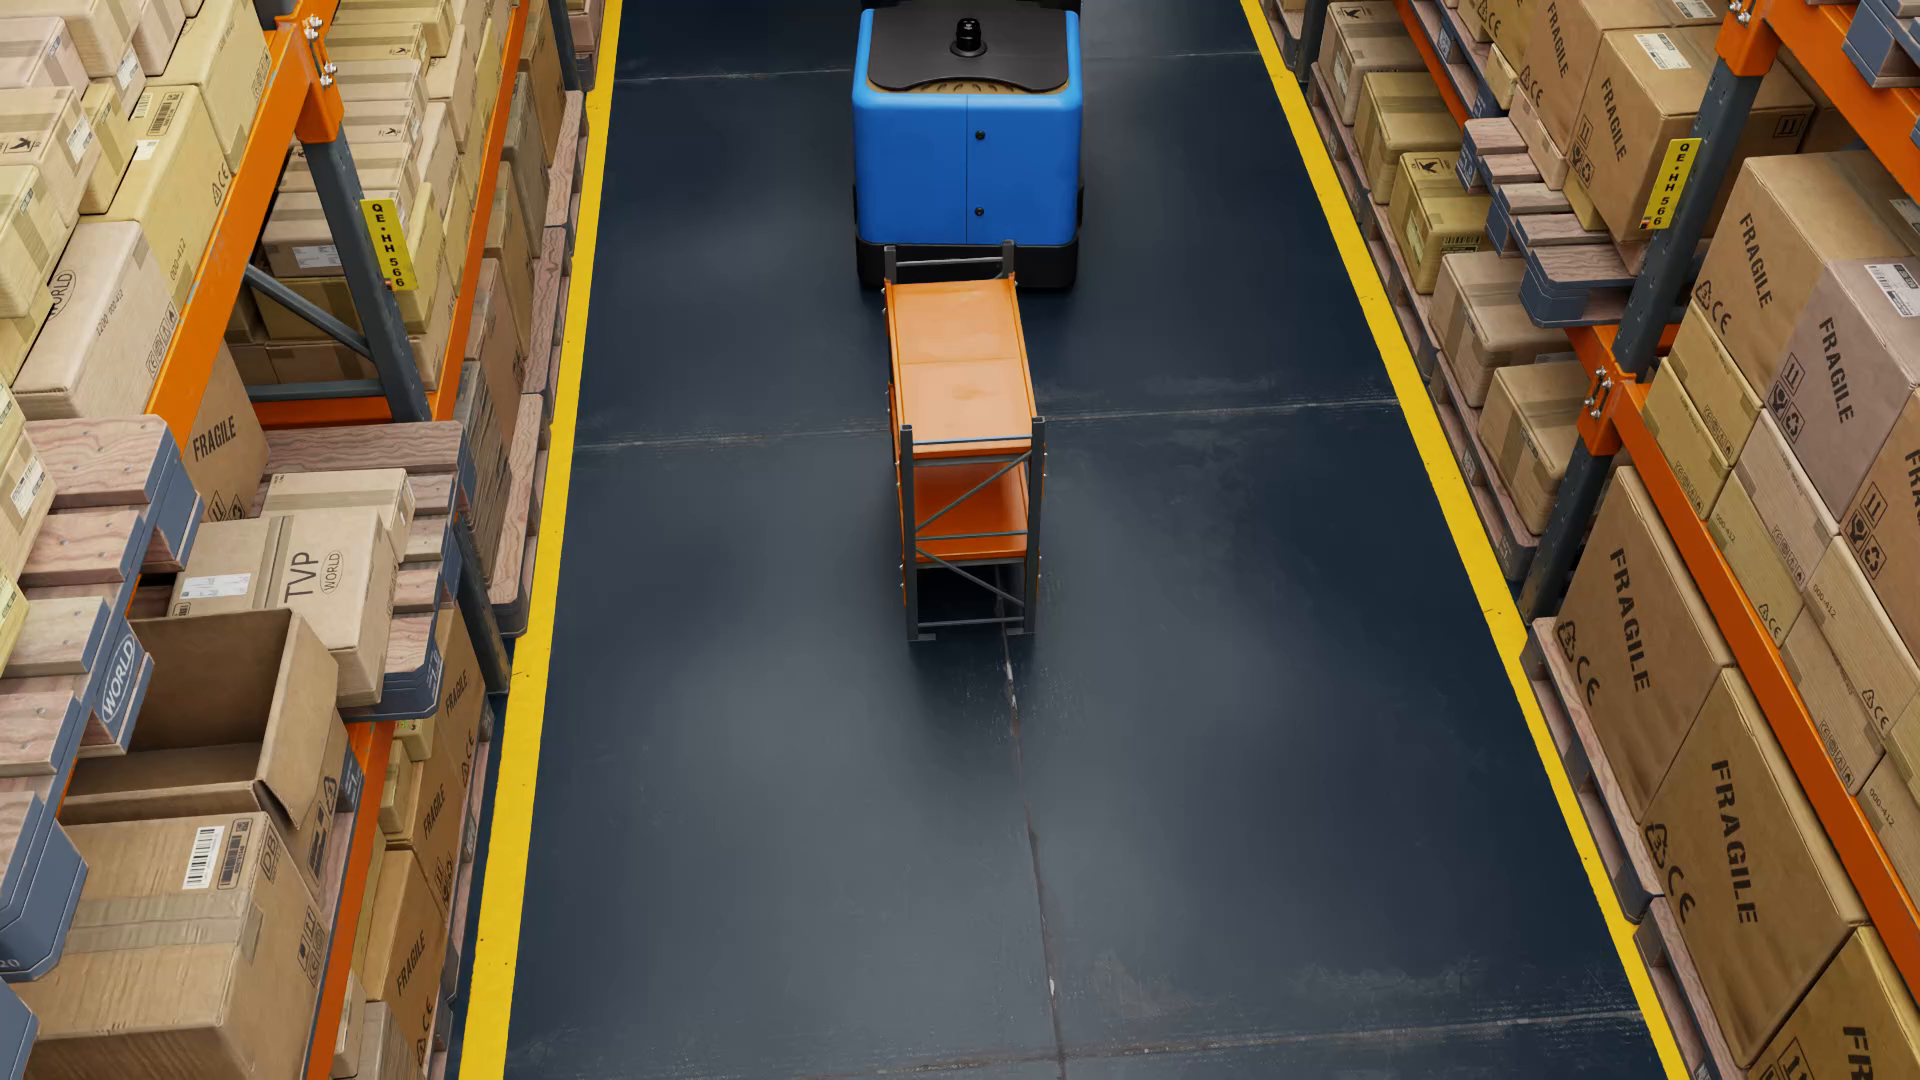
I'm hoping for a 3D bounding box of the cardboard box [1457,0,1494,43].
[{"bbox_3d":[2.254,-2.158,6.748,0.380,0.149,0.250,-5,47,-5],"label":"cardboard box"}]

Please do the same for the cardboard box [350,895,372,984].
[{"bbox_3d":[-1.898,1.141,4.726,0.380,0.149,0.250,-4,47,-4],"label":"cardboard box"}]

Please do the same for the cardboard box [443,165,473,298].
[{"bbox_3d":[-2.052,-1.104,5.970,0.500,0.250,0.500,-4,47,-4],"label":"cardboard box"}]

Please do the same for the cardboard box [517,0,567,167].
[{"bbox_3d":[-2.501,-2.301,8.346,0.875,0.625,0.625,-2,47,-2],"label":"cardboard box"}]

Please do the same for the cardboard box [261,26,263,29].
[{"bbox_3d":[-2.683,-1.853,6.060,0.380,0.149,0.250,-4,47,-4],"label":"cardboard box"}]

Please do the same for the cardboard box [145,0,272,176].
[{"bbox_3d":[-1.937,-1.079,3.880,0.500,0.250,0.500,-5,47,-5],"label":"cardboard box"}]

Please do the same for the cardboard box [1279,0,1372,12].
[{"bbox_3d":[2.072,-3.265,9.517,0.500,0.250,0.500,-2,47,-1],"label":"cardboard box"}]

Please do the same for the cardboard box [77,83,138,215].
[{"bbox_3d":[-1.889,-0.774,3.316,0.380,0.149,0.250,-3,47,-3],"label":"cardboard box"}]

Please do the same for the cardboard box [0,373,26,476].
[{"bbox_3d":[-1.662,-0.141,2.499,0.380,0.149,0.250,-3,47,-3],"label":"cardboard box"}]

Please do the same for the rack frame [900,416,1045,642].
[{"bbox_3d":[0.043,-0.014,6.125,0.500,1.125,0.032,-3,47,-3],"label":"rack frame"}]

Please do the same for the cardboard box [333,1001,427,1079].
[{"bbox_3d":[-1.832,1.668,4.673,0.500,0.500,0.500,-5,47,-5],"label":"cardboard box"}]

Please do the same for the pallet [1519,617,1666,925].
[{"bbox_3d":[2.715,0.773,6.009,1.003,0.211,1.213,-3,47,-3],"label":"pallet"}]

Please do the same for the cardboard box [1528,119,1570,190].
[{"bbox_3d":[2.302,-1.410,6.040,0.380,0.149,0.250,-4,47,-4],"label":"cardboard box"}]

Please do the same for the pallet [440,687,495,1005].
[{"bbox_3d":[-2.197,1.045,5.751,1.003,0.211,1.213,-3,47,-3],"label":"pallet"}]

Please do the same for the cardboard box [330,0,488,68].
[{"bbox_3d":[-2.150,-2.022,6.495,0.500,0.250,0.500,-3,47,-3],"label":"cardboard box"}]

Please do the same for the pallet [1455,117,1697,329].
[{"bbox_3d":[2.559,-1.204,6.093,1.213,0.211,1.003,-3,47,-3],"label":"pallet"}]

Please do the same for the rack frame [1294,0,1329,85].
[{"bbox_3d":[2.390,-3.654,8.282,1.000,3.000,0.127,-3,47,-3],"label":"rack frame"}]

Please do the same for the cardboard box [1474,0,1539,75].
[{"bbox_3d":[2.312,-2.092,6.239,0.500,0.500,0.500,-6,47,-6],"label":"cardboard box"}]

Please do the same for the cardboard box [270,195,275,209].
[{"bbox_3d":[-2.581,-1.254,5.767,0.500,0.250,0.500,-3,47,-3],"label":"cardboard box"}]

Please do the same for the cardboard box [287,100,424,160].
[{"bbox_3d":[-2.025,-1.339,5.573,0.380,0.149,0.250,-2,47,-2],"label":"cardboard box"}]

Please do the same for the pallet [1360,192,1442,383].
[{"bbox_3d":[2.562,-1.248,7.923,1.003,0.211,1.213,-3,47,-3],"label":"pallet"}]

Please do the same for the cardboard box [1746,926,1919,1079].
[{"bbox_3d":[2.844,1.623,4.458,0.875,0.875,0.875,-2,47,-2],"label":"cardboard box"}]

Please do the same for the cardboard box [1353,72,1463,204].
[{"bbox_3d":[2.500,-1.996,8.232,0.950,0.372,0.625,-1,47,-1],"label":"cardboard box"}]

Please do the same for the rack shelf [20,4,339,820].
[{"bbox_3d":[-2.054,0.207,3.054,1.077,0.370,4.000,-3,47,-3],"label":"rack shelf"}]

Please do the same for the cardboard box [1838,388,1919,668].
[{"bbox_3d":[2.601,-0.033,4.095,0.500,0.500,0.500,-2,47,-2],"label":"cardboard box"}]

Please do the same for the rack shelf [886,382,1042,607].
[{"bbox_3d":[0.001,-0.214,6.651,0.538,0.278,1.000,-3,47,-3],"label":"rack shelf"}]

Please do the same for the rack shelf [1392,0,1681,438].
[{"bbox_3d":[2.557,-1.960,7.172,1.077,0.370,4.000,-3,47,-3],"label":"rack shelf"}]

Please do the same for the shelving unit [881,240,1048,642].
[{"bbox_3d":[0.001,-0.382,6.473,0.538,1.125,1.048,-3,47,-3],"label":"shelving unit"}]

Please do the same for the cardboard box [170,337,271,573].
[{"bbox_3d":[-2.334,-0.253,4.702,0.500,0.500,0.500,-2,47,-1],"label":"cardboard box"}]

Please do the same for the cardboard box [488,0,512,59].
[{"bbox_3d":[-2.195,-2.225,7.031,0.500,0.250,0.500,-3,47,-3],"label":"cardboard box"}]

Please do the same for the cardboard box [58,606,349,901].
[{"bbox_3d":[-1.901,0.534,3.955,0.797,0.503,0.637,-4,47,-4],"label":"cardboard box"}]

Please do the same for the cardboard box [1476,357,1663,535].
[{"bbox_3d":[2.687,-0.411,6.730,0.950,0.372,0.625,-6,47,-6],"label":"cardboard box"}]

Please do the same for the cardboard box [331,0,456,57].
[{"bbox_3d":[-2.073,-1.895,6.100,0.380,0.149,0.250,-3,47,-2],"label":"cardboard box"}]

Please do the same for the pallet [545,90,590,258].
[{"bbox_3d":[-2.456,-1.861,8.503,1.003,0.211,1.213,-3,47,-3],"label":"pallet"}]

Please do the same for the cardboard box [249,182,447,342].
[{"bbox_3d":[-1.990,-0.914,5.445,0.500,0.250,0.500,-4,47,-3],"label":"cardboard box"}]

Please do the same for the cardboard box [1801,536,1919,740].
[{"bbox_3d":[2.592,0.236,4.356,0.500,0.250,0.500,-4,47,-3],"label":"cardboard box"}]

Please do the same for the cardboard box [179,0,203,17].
[{"bbox_3d":[-1.952,-1.331,3.844,0.380,0.149,0.250,-3,47,-2],"label":"cardboard box"}]

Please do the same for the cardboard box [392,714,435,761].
[{"bbox_3d":[-1.874,0.574,5.263,0.380,0.149,0.250,-6,47,-5],"label":"cardboard box"}]

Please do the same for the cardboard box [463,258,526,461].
[{"bbox_3d":[-2.323,-0.708,6.838,0.875,0.625,0.625,-2,47,-2],"label":"cardboard box"}]

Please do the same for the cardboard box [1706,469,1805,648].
[{"bbox_3d":[2.575,0.031,4.895,0.500,0.250,0.500,-5,47,-4],"label":"cardboard box"}]

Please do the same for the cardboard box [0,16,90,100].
[{"bbox_3d":[-1.929,-0.872,3.204,0.380,0.149,0.250,-4,47,-4],"label":"cardboard box"}]

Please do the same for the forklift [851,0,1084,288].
[{"bbox_3d":[0.059,-3.264,7.959,1.130,2.935,3.031,1,47,1],"label":"forklift"}]

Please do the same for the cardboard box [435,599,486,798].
[{"bbox_3d":[-1.972,0.552,5.730,0.500,0.500,0.500,-2,47,-2],"label":"cardboard box"}]

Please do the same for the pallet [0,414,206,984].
[{"bbox_3d":[-1.961,0.245,2.652,1.213,0.211,1.003,-3,47,-3],"label":"pallet"}]

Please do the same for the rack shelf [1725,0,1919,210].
[{"bbox_3d":[2.892,-0.097,3.342,1.077,0.370,4.000,-3,47,-3],"label":"rack shelf"}]

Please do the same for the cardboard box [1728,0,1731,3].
[{"bbox_3d":[2.867,-1.758,5.922,0.500,0.500,0.500,-1,47,-1],"label":"cardboard box"}]
